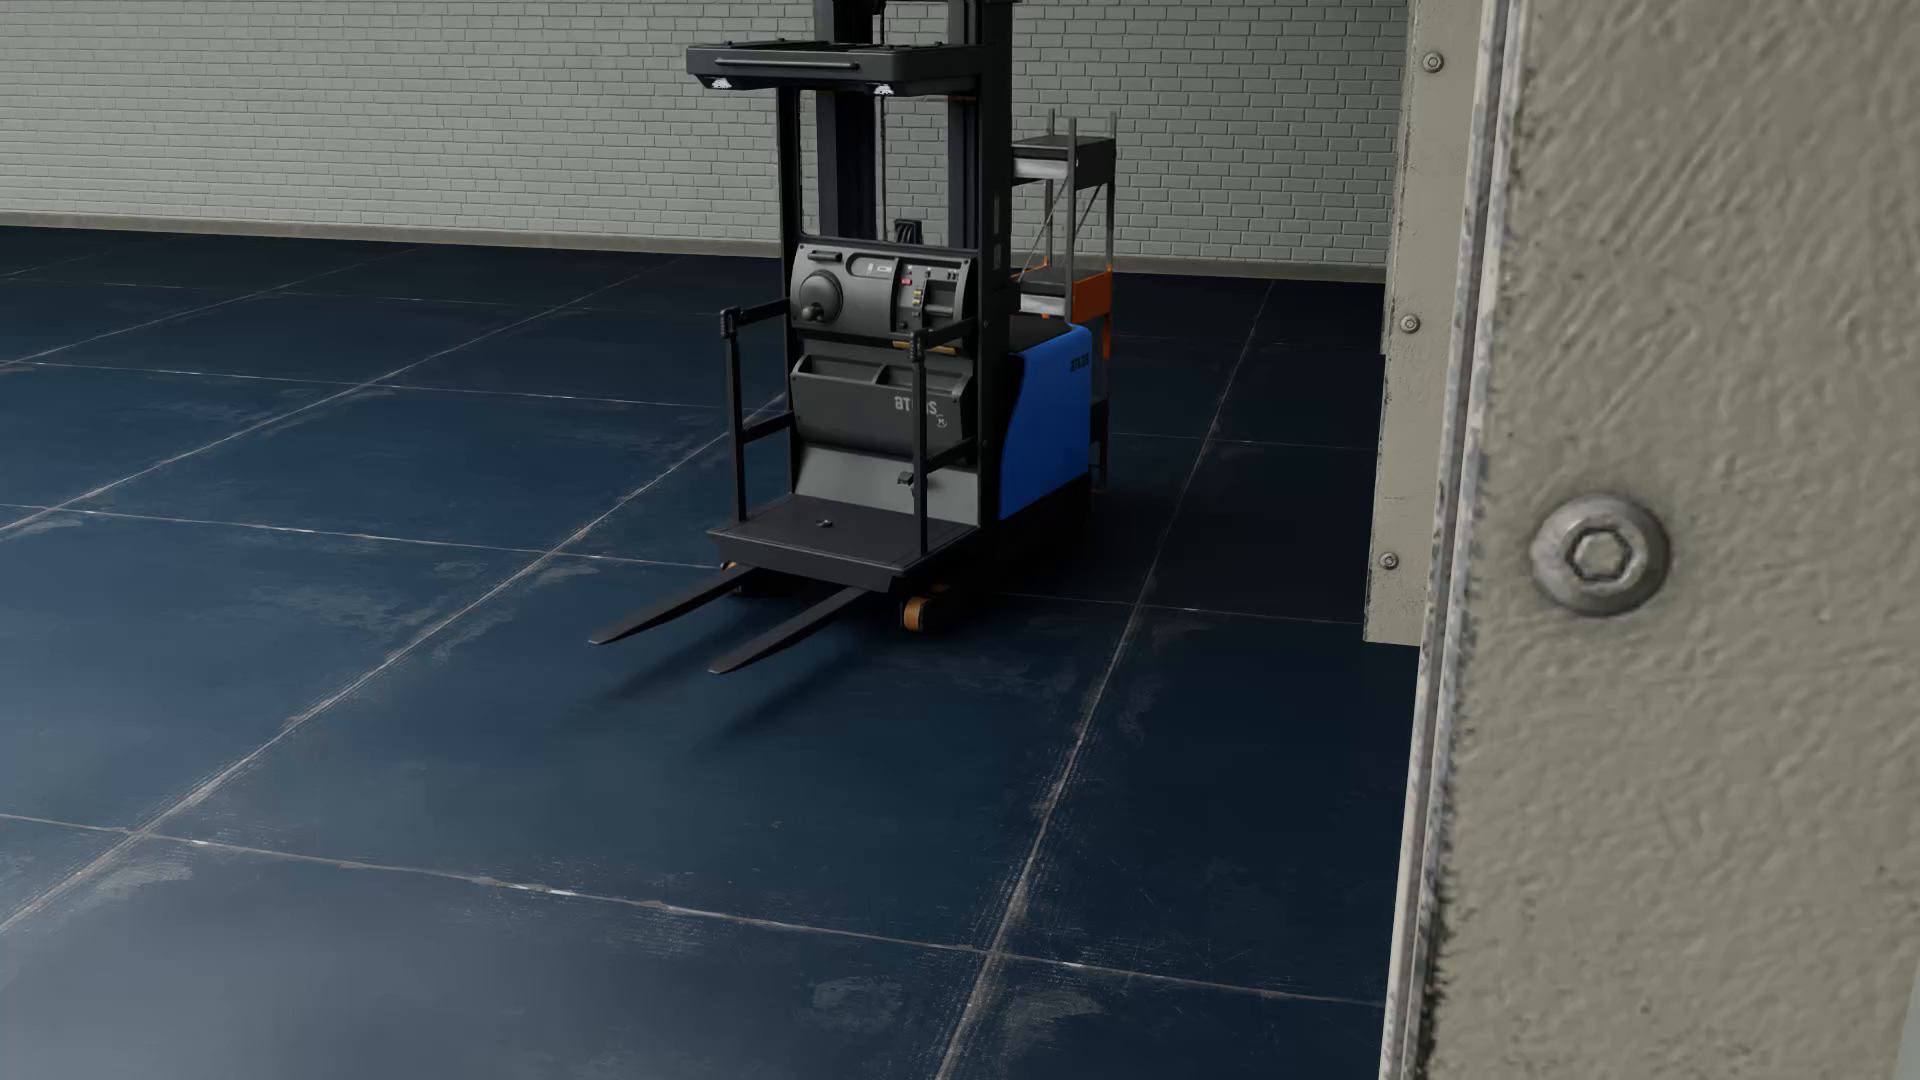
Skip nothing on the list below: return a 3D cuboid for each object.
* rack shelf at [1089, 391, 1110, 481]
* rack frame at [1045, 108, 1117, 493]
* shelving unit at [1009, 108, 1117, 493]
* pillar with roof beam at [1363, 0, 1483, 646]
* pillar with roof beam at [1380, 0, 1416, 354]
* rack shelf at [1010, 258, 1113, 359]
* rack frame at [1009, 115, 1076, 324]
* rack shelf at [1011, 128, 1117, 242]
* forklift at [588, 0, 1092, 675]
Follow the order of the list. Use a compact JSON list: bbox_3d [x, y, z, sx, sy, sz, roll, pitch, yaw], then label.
[{"bbox_3d":[0.526,-0.547,9.193,0.431,0.518,0.480,10,21,28],"label":"rack shelf"},{"bbox_3d":[0.647,-1.291,9.163,0.400,2.100,0.015,10,21,28],"label":"rack frame"},{"bbox_3d":[0.526,-1.222,8.962,0.431,2.100,0.503,10,21,28],"label":"shelving unit"},{"bbox_3d":[-2.200,-4.203,7.017,9.100,9.000,0.400,5,19,13],"label":"pillar with roof beam"},{"bbox_3d":[-0.734,-6.084,12.523,9.100,9.000,0.400,5,19,13],"label":"pillar with roof beam"},{"bbox_3d":[0.526,-1.209,8.966,0.431,0.518,0.480,10,21,28],"label":"rack shelf"},{"bbox_3d":[0.406,-1.154,8.761,0.400,2.100,0.015,10,21,28],"label":"rack frame"},{"bbox_3d":[0.526,-1.872,8.740,0.431,0.518,0.480,10,21,28],"label":"rack shelf"},{"bbox_3d":[-0.472,-1.137,7.427,1.130,2.935,3.031,10,21,28],"label":"forklift"}]
